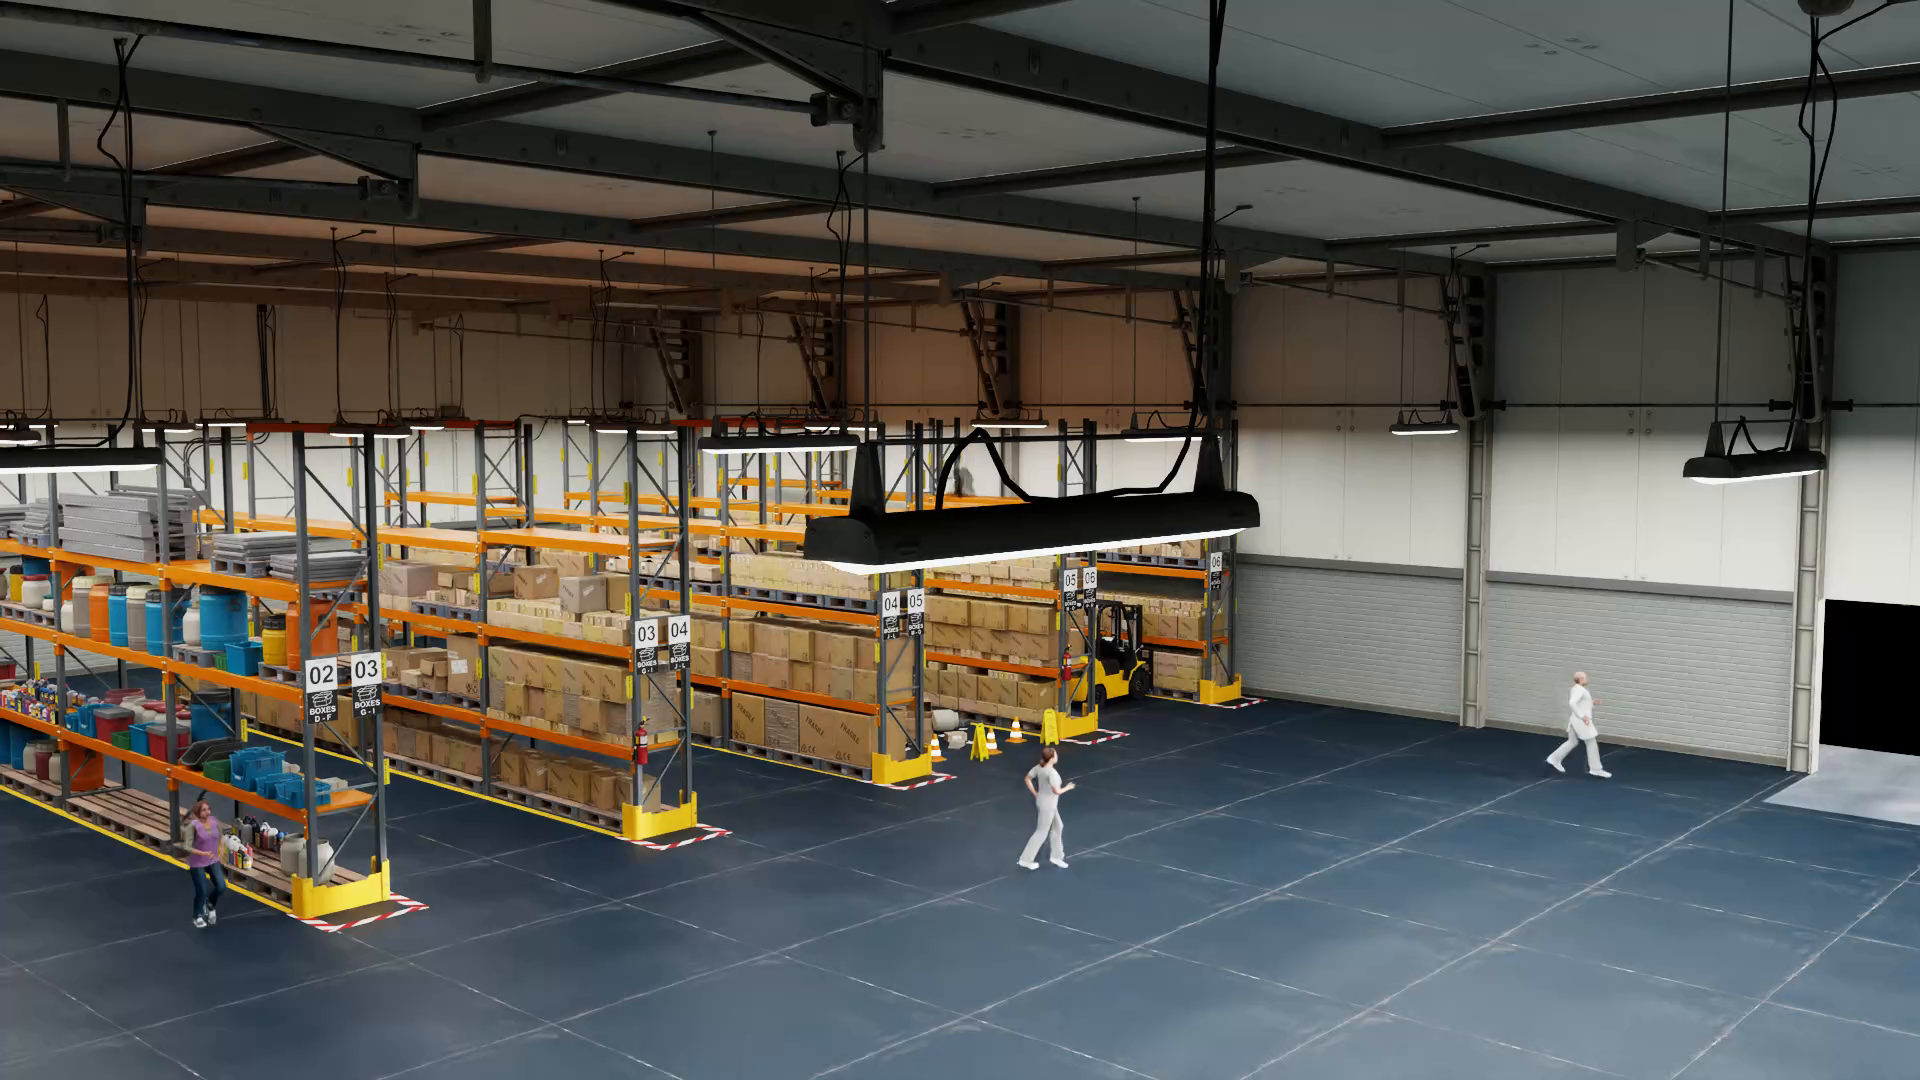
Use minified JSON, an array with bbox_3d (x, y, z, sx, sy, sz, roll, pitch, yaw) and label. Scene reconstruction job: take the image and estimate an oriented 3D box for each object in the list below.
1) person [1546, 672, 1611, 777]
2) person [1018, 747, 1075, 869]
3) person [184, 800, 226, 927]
[{"bbox_3d":[10.509,3.111,28.179,1.053,1.775,0.697,0,5,2],"label":"person"},{"bbox_3d":[1.157,3.655,22.518,0.825,1.713,0.511,-2,5,-18],"label":"person"},{"bbox_3d":[-9.049,3.911,20.019,0.605,1.540,0.562,4,6,38],"label":"person"}]
